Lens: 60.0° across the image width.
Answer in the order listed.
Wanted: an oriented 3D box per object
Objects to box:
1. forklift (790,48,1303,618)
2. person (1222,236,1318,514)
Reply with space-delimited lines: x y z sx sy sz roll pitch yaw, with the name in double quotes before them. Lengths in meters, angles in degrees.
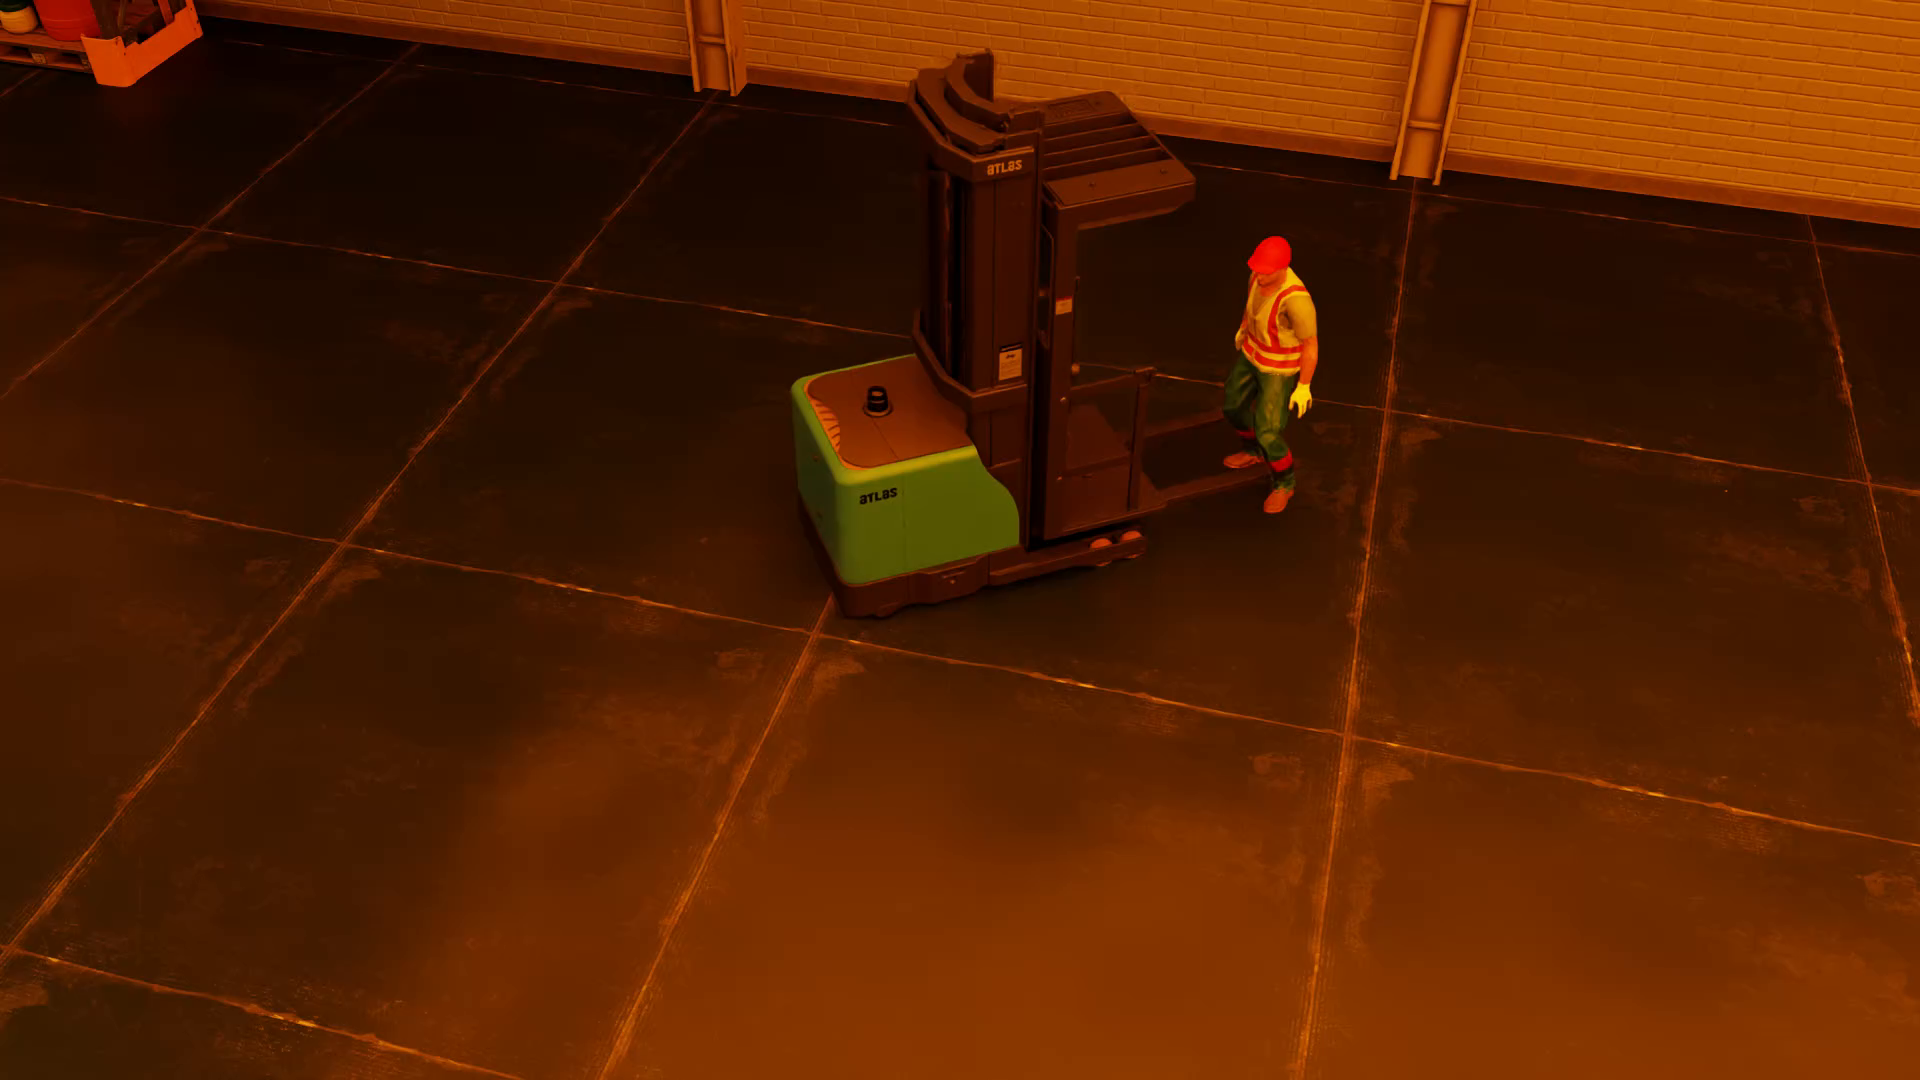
"forklift" 0.586 -1.260 9.299 3.031 2.935 1.130 -14 43 -15
"person" 1.810 -1.046 9.834 0.444 1.708 0.830 -19 45 -21
